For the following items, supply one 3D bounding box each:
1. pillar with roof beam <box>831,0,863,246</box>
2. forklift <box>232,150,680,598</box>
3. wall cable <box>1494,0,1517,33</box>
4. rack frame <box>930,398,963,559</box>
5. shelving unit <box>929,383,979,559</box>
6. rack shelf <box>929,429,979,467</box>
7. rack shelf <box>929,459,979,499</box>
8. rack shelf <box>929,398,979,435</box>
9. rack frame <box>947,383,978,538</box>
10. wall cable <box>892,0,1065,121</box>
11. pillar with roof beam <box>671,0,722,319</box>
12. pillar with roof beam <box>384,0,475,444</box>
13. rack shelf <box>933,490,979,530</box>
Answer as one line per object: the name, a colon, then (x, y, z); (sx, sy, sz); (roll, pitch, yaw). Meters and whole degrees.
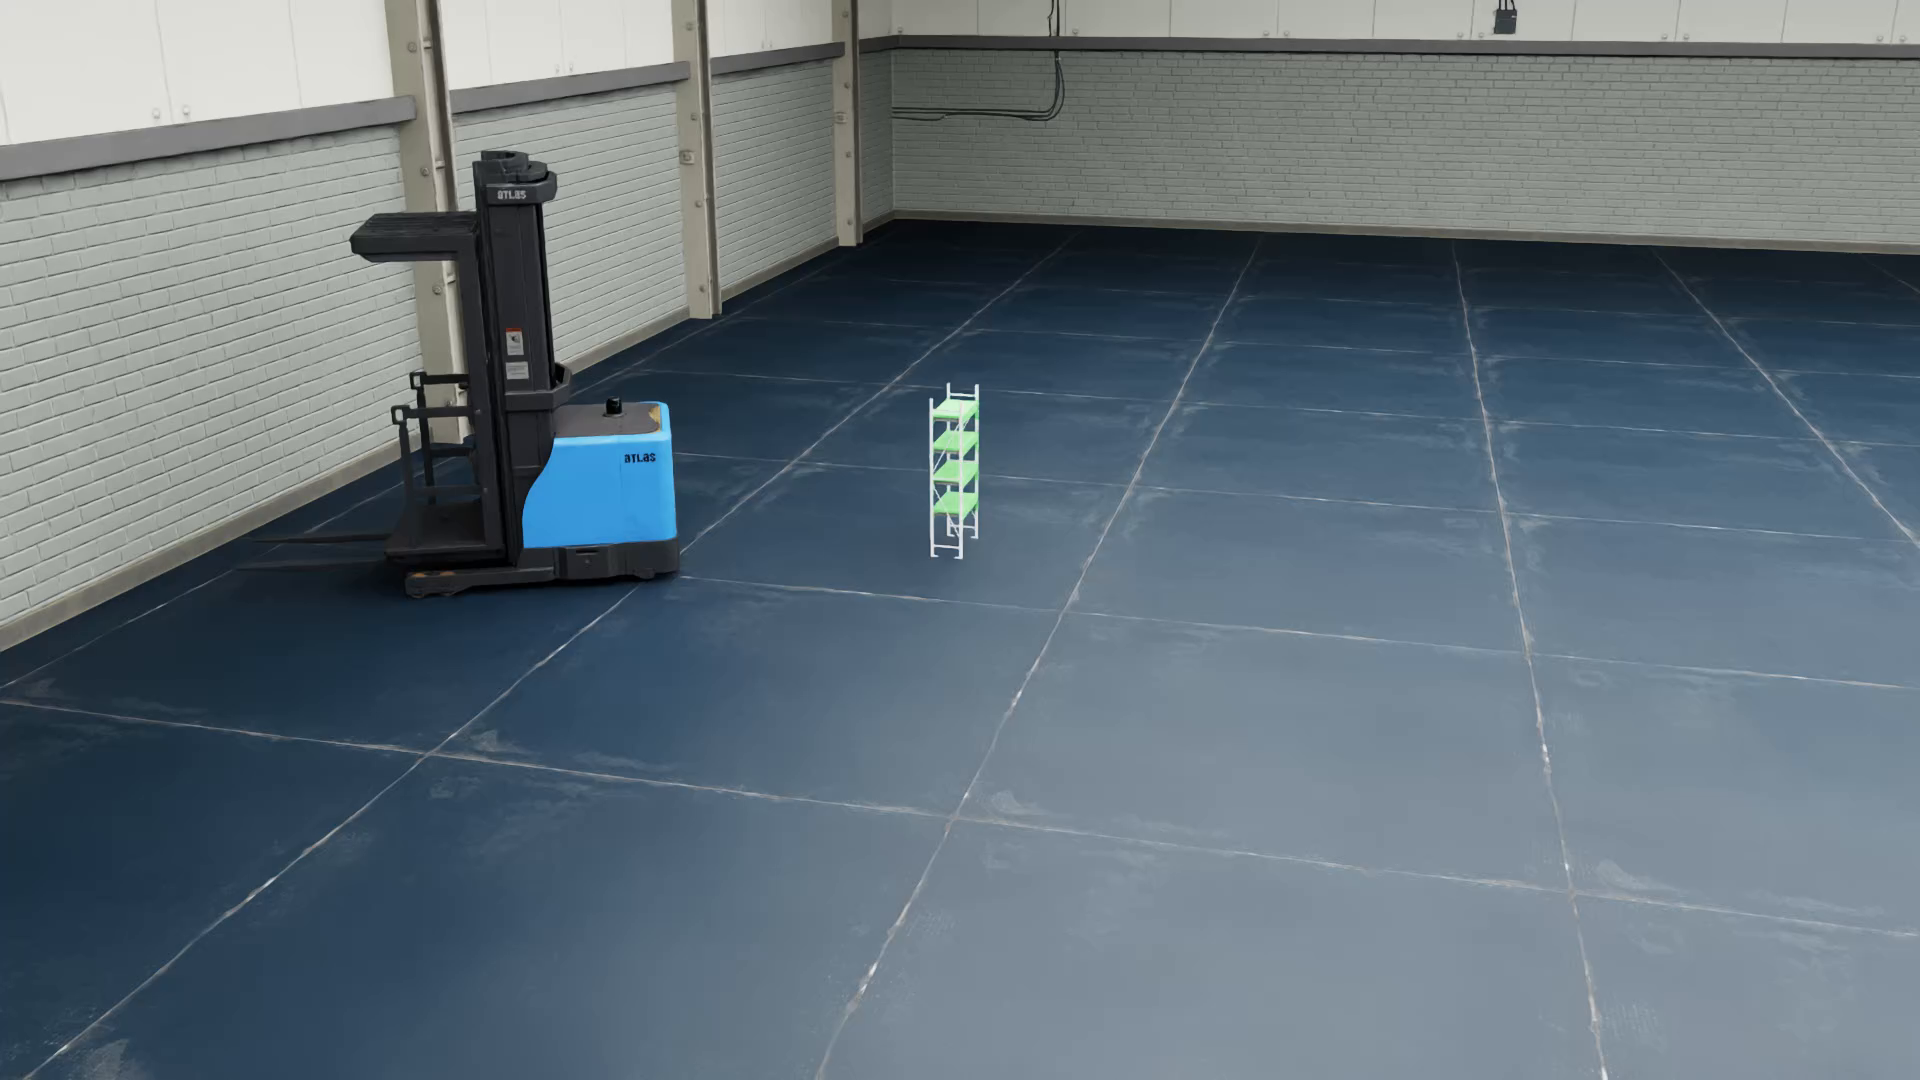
pillar with roof beam: (2.419, -8.635, 24.046); (9.100, 9.000, 0.400); (5, 19, 13)
forklift: (-3.569, -1.172, 11.584); (3.031, 2.935, 1.130); (-3, 19, -10)
wall cable: (9.448, -10.649, 24.680); (2.305, 6.003, 0.169); (5, 19, 13)
rack frame: (-0.100, -0.439, 12.118); (0.240, 1.200, 0.015); (5, 19, 13)
shelving unit: (-0.040, -0.516, 12.342); (0.258, 1.200, 0.503); (5, 19, 13)
rack shelf: (-0.040, -0.683, 12.285); (0.258, 0.148, 0.480); (5, 19, 13)
rack shelf: (-0.040, -0.455, 12.362); (0.258, 0.148, 0.480); (5, 19, 13)
rack shelf: (-0.040, -0.910, 12.207); (0.258, 0.148, 0.480); (5, 19, 13)
rack frame: (0.019, -0.592, 12.566); (0.240, 1.200, 0.015); (5, 19, 13)
wall cable: (0.246, -8.324, 27.941); (3.097, 2.526, 0.112); (5, 19, 13)
pillar with roof beam: (0.953, -6.754, 18.540); (9.100, 9.000, 0.400); (5, 19, 13)
pillar with roof beam: (-0.513, -4.874, 13.034); (9.100, 9.000, 0.400); (5, 19, 13)
rack shelf: (-0.040, -0.228, 12.440); (0.258, 0.148, 0.480); (5, 19, 13)
